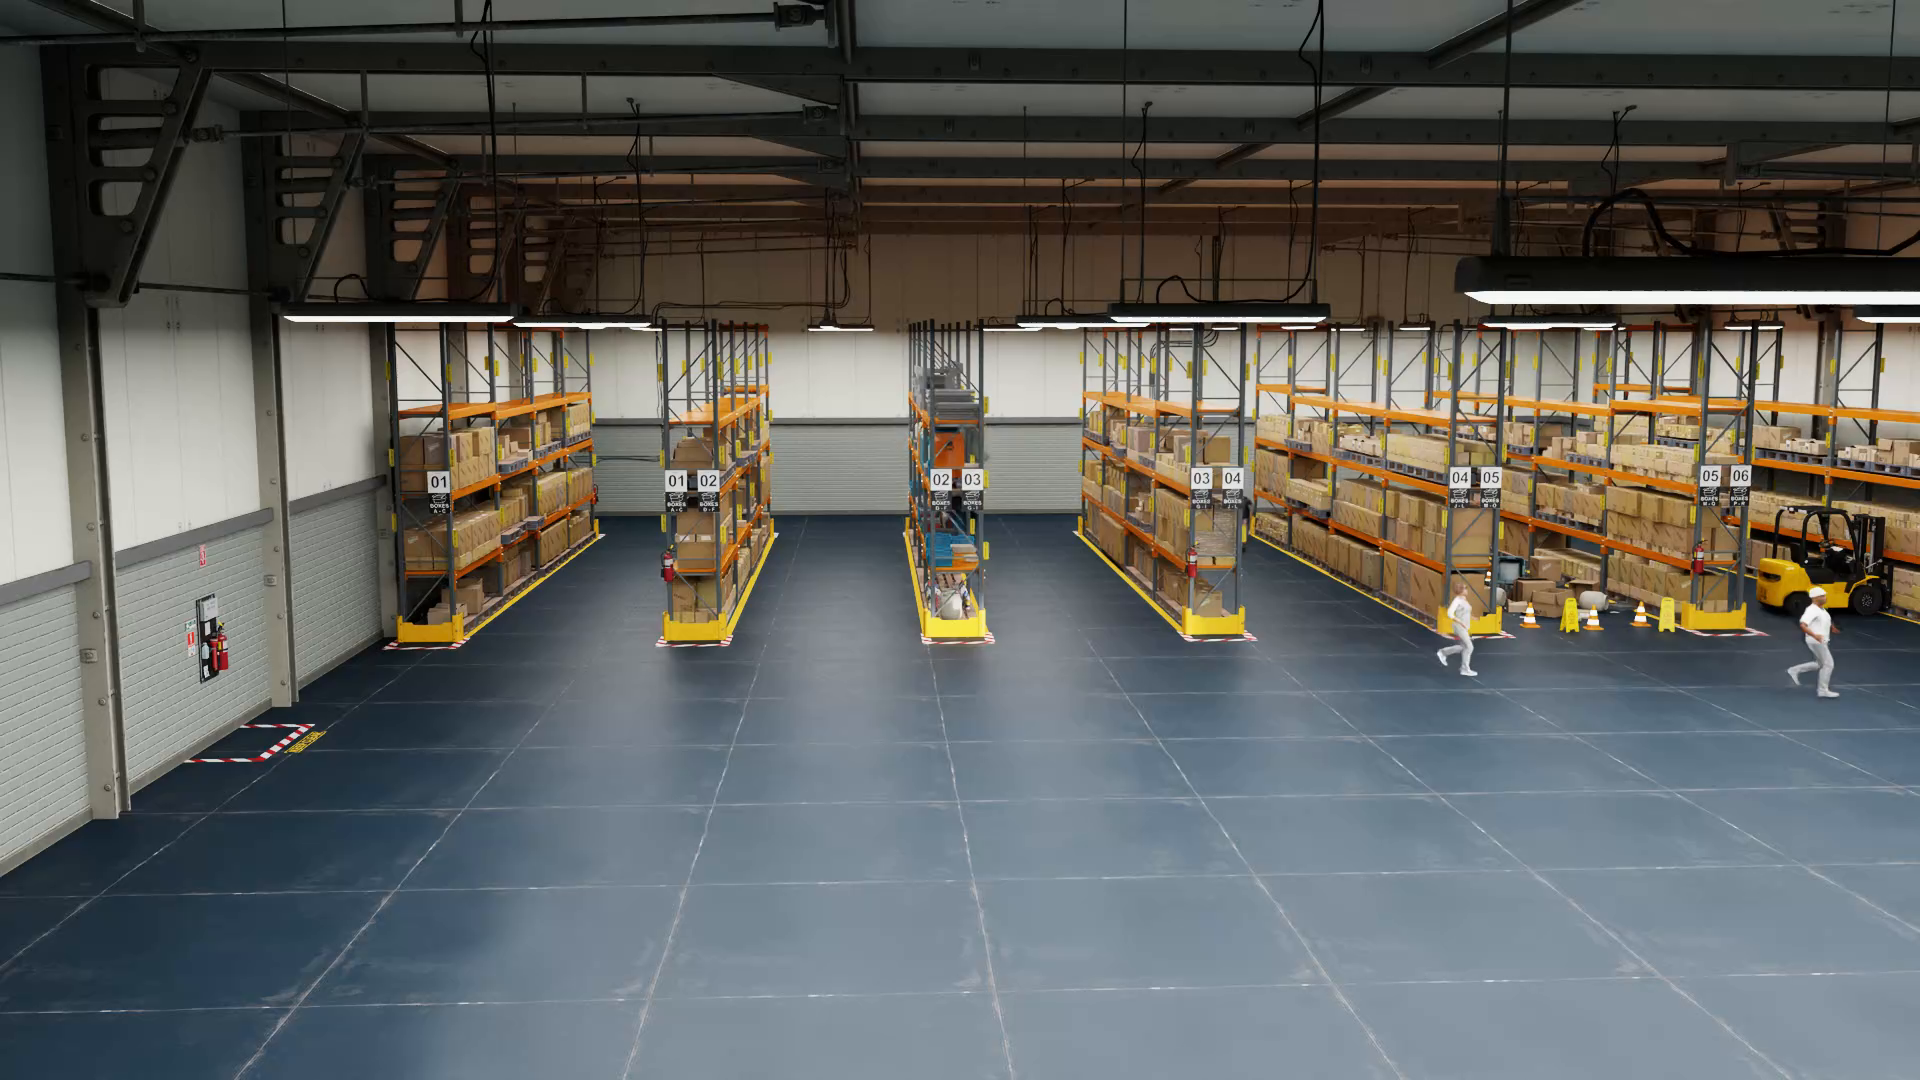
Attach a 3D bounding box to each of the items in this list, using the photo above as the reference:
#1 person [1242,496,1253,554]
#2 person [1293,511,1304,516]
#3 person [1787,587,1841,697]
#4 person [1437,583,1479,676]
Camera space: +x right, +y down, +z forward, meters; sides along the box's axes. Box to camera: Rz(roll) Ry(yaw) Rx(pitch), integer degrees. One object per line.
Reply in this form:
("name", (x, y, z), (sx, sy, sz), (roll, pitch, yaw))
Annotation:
("person", (7.405, -0.518, 43.844), (0.659, 1.757, 0.755), (0, 7, 4))
("person", (10.148, -1.167, 49.213), (0.931, 1.660, 0.602), (-1, 7, -7))
("person", (13.583, 1.613, 26.410), (0.796, 1.730, 0.711), (5, 9, 38))
("person", (8.394, 1.493, 28.040), (0.705, 1.556, 0.544), (4, 8, 31))
